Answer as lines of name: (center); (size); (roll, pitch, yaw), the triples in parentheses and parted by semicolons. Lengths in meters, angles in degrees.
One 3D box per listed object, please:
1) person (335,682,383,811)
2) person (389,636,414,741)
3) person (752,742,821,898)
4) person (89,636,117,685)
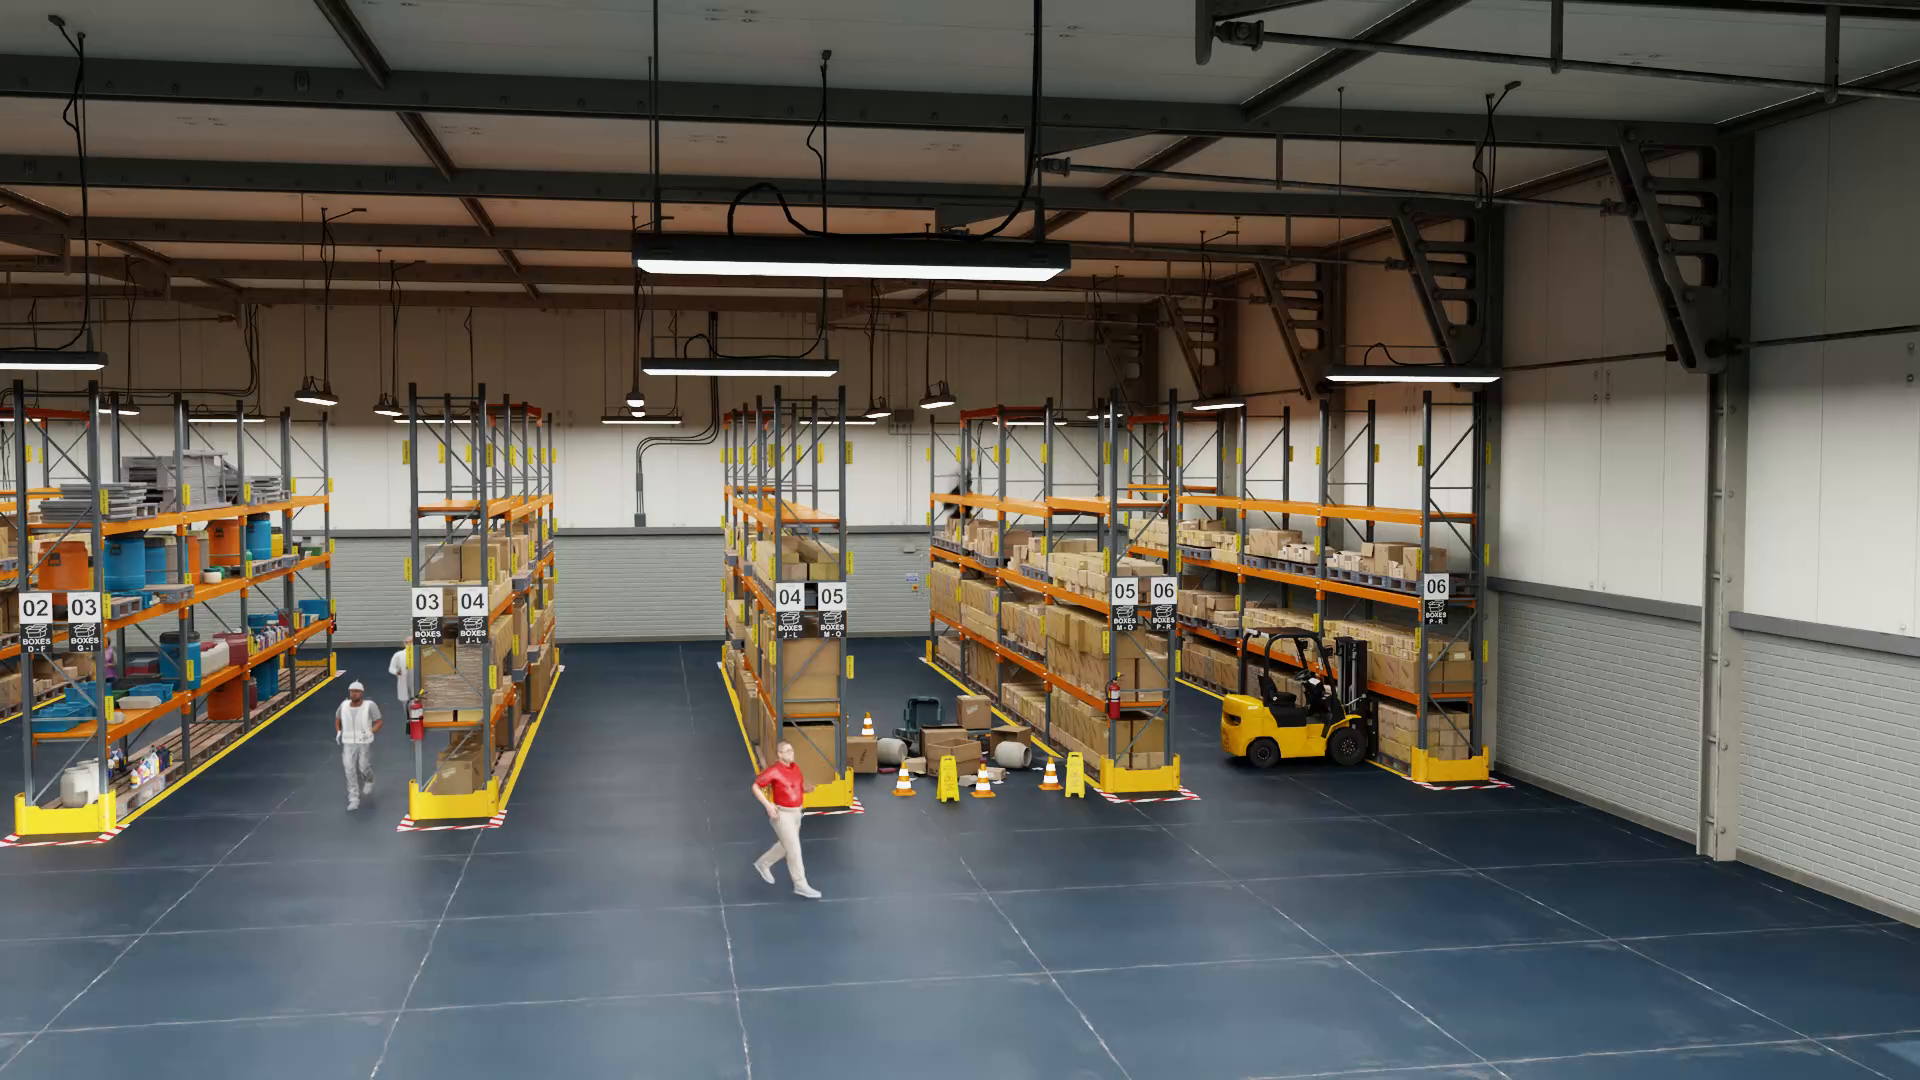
person: (-8.614, 2.910, 23.795); (0.688, 1.779, 0.871); (0, 3, -8)
person: (-9.760, 2.605, 29.526); (0.707, 1.798, 1.049); (-1, 3, -13)
person: (-1.984, 3.156, 18.962); (0.991, 1.711, 0.664); (1, 3, 27)
person: (-16.157, 2.612, 31.385); (0.503, 1.627, 0.691); (-1, 3, -25)
